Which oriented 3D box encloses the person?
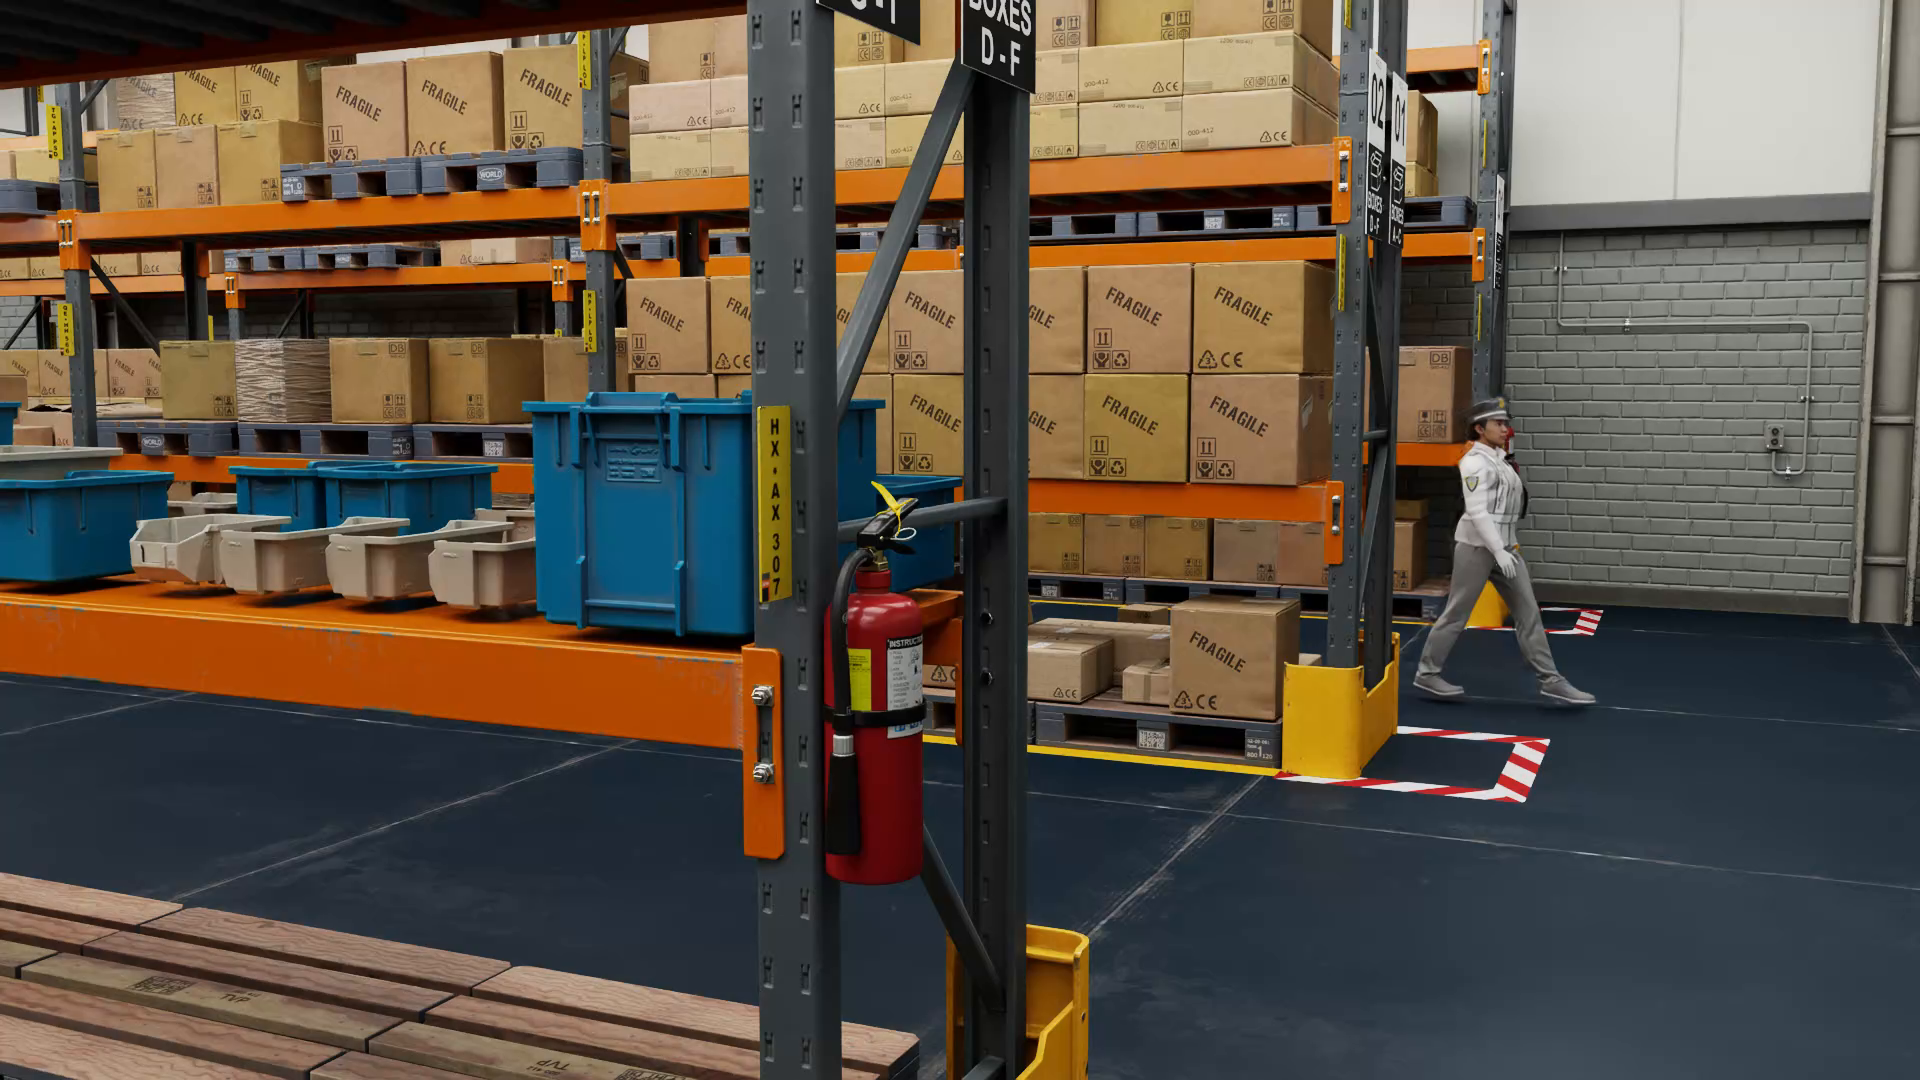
[{"bbox_3d":[2.921,0.052,8.948,0.922,1.645,0.526,5,7,41],"label":"person"}]
